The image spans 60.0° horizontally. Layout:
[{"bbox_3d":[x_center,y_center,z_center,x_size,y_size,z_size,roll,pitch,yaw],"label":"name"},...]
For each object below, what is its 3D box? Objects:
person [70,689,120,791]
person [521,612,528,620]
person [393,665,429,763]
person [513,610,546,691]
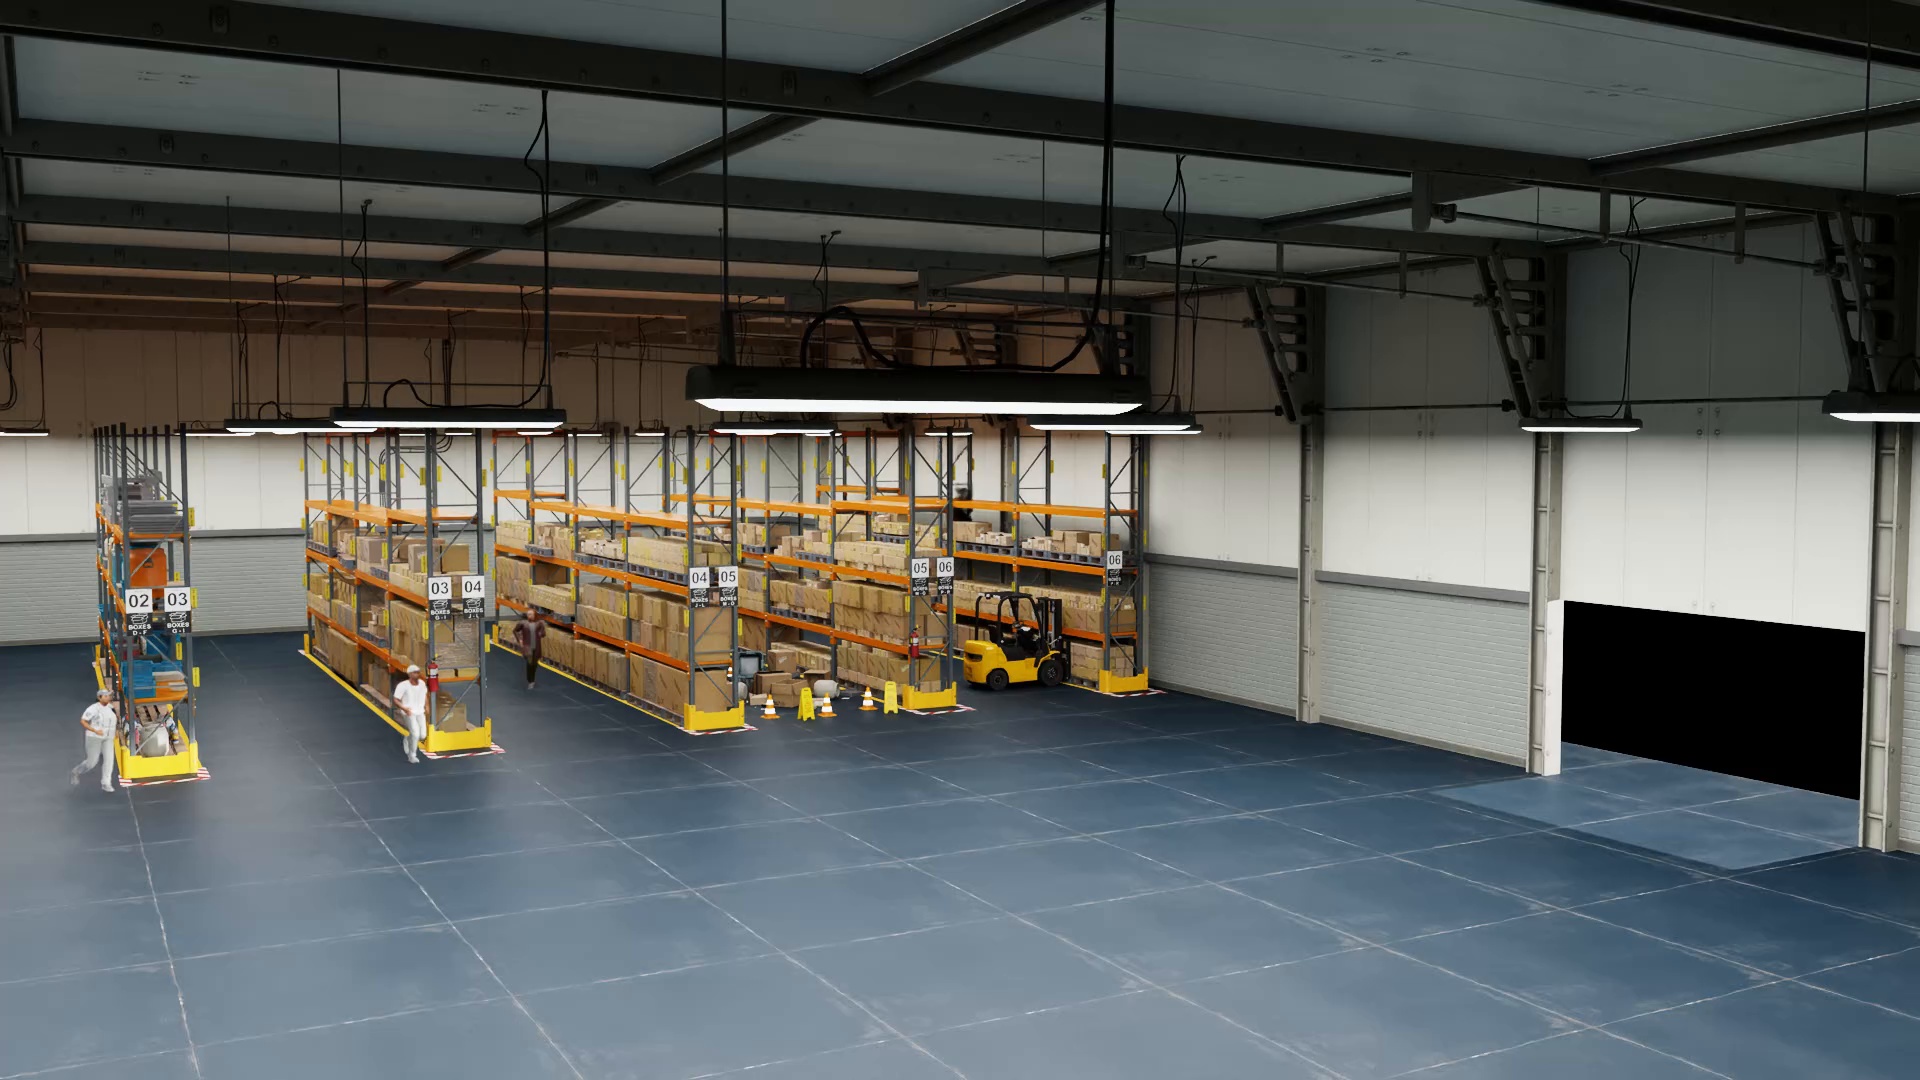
[{"bbox_3d":[-14.061,3.256,27.246,0.878,1.623,0.679,2,4,25],"label":"person"},{"bbox_3d":[-12.550,1.956,48.169,0.710,1.729,0.590,3,5,41],"label":"person"},{"bbox_3d":[-9.744,3.076,29.582,0.581,1.724,0.734,2,4,35],"label":"person"},{"bbox_3d":[-9.850,2.521,38.210,0.682,1.839,0.802,-2,4,-31],"label":"person"}]
